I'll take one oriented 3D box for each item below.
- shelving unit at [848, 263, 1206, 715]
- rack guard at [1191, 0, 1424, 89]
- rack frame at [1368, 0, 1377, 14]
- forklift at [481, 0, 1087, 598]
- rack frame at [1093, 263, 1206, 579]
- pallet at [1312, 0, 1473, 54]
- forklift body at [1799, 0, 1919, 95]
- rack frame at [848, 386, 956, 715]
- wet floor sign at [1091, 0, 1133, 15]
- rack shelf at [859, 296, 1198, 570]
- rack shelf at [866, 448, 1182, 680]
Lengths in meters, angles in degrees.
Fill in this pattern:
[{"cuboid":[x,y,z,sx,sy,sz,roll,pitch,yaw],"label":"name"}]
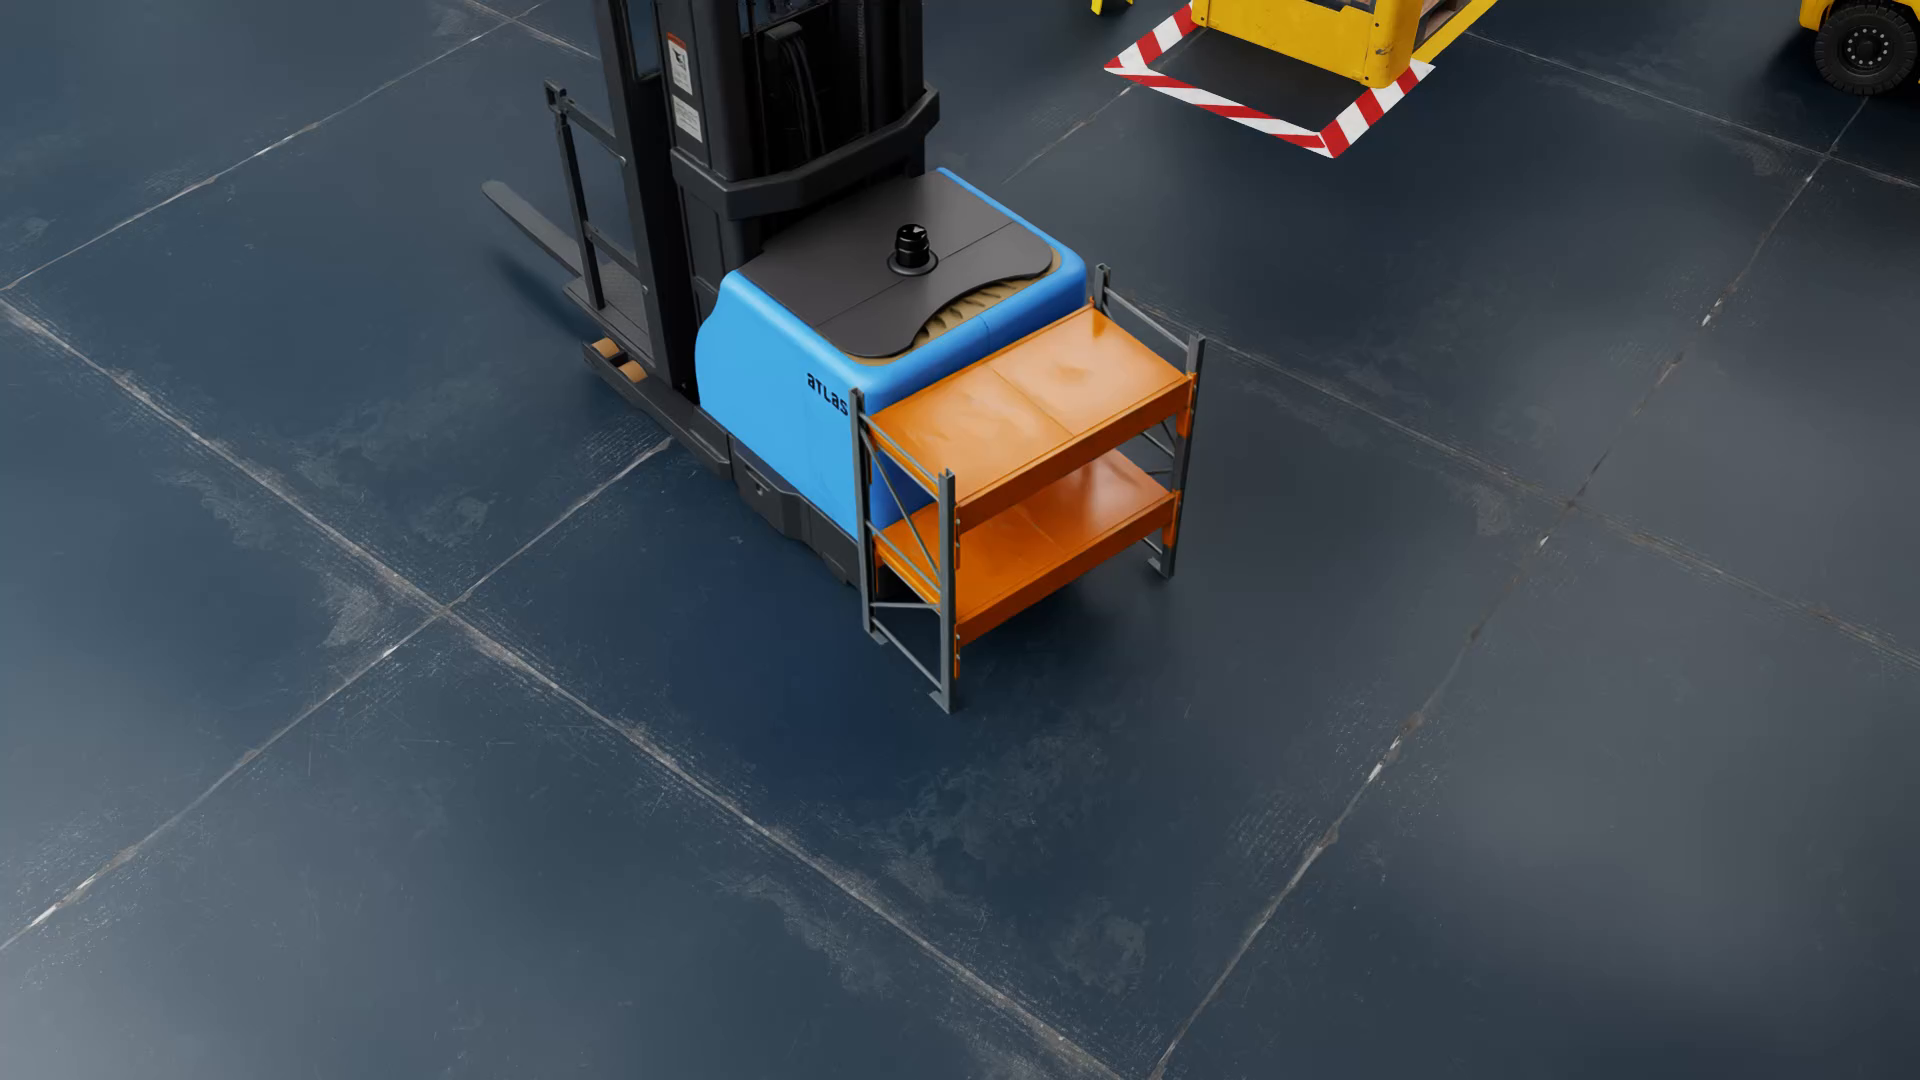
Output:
[{"cuboid":[0.220,-0.166,5.631,1.048,1.125,0.538,-30,53,-25],"label":"shelving unit"},{"cuboid":[1.781,-2.800,8.579,1.175,0.500,0.348,29,53,25],"label":"rack guard"},{"cuboid":[1.734,-3.619,7.633,1.000,3.000,0.127,29,53,25],"label":"rack frame"},{"cuboid":[-0.900,-1.793,5.936,1.130,2.935,3.031,-33,54,-27],"label":"forklift"},{"cuboid":[0.620,-0.393,5.848,0.032,1.125,0.500,-30,53,-25],"label":"rack frame"},{"cuboid":[2.306,-3.149,9.112,1.003,0.211,1.213,29,53,25],"label":"pallet"},{"cuboid":[5.380,-3.026,7.653,2.313,2.155,1.214,29,53,25],"label":"forklift body"},{"cuboid":[-0.180,0.061,5.414,0.032,1.125,0.500,-30,53,-25],"label":"rack frame"},{"cuboid":[0.771,-3.171,8.832,0.232,0.644,0.267,-25,51,-22],"label":"wet floor sign"},{"cuboid":[0.220,-0.368,5.419,1.000,0.278,0.538,-30,53,-25],"label":"rack shelf"},{"cuboid":[0.220,0.003,5.808,1.000,0.278,0.538,-30,53,-25],"label":"rack shelf"}]
